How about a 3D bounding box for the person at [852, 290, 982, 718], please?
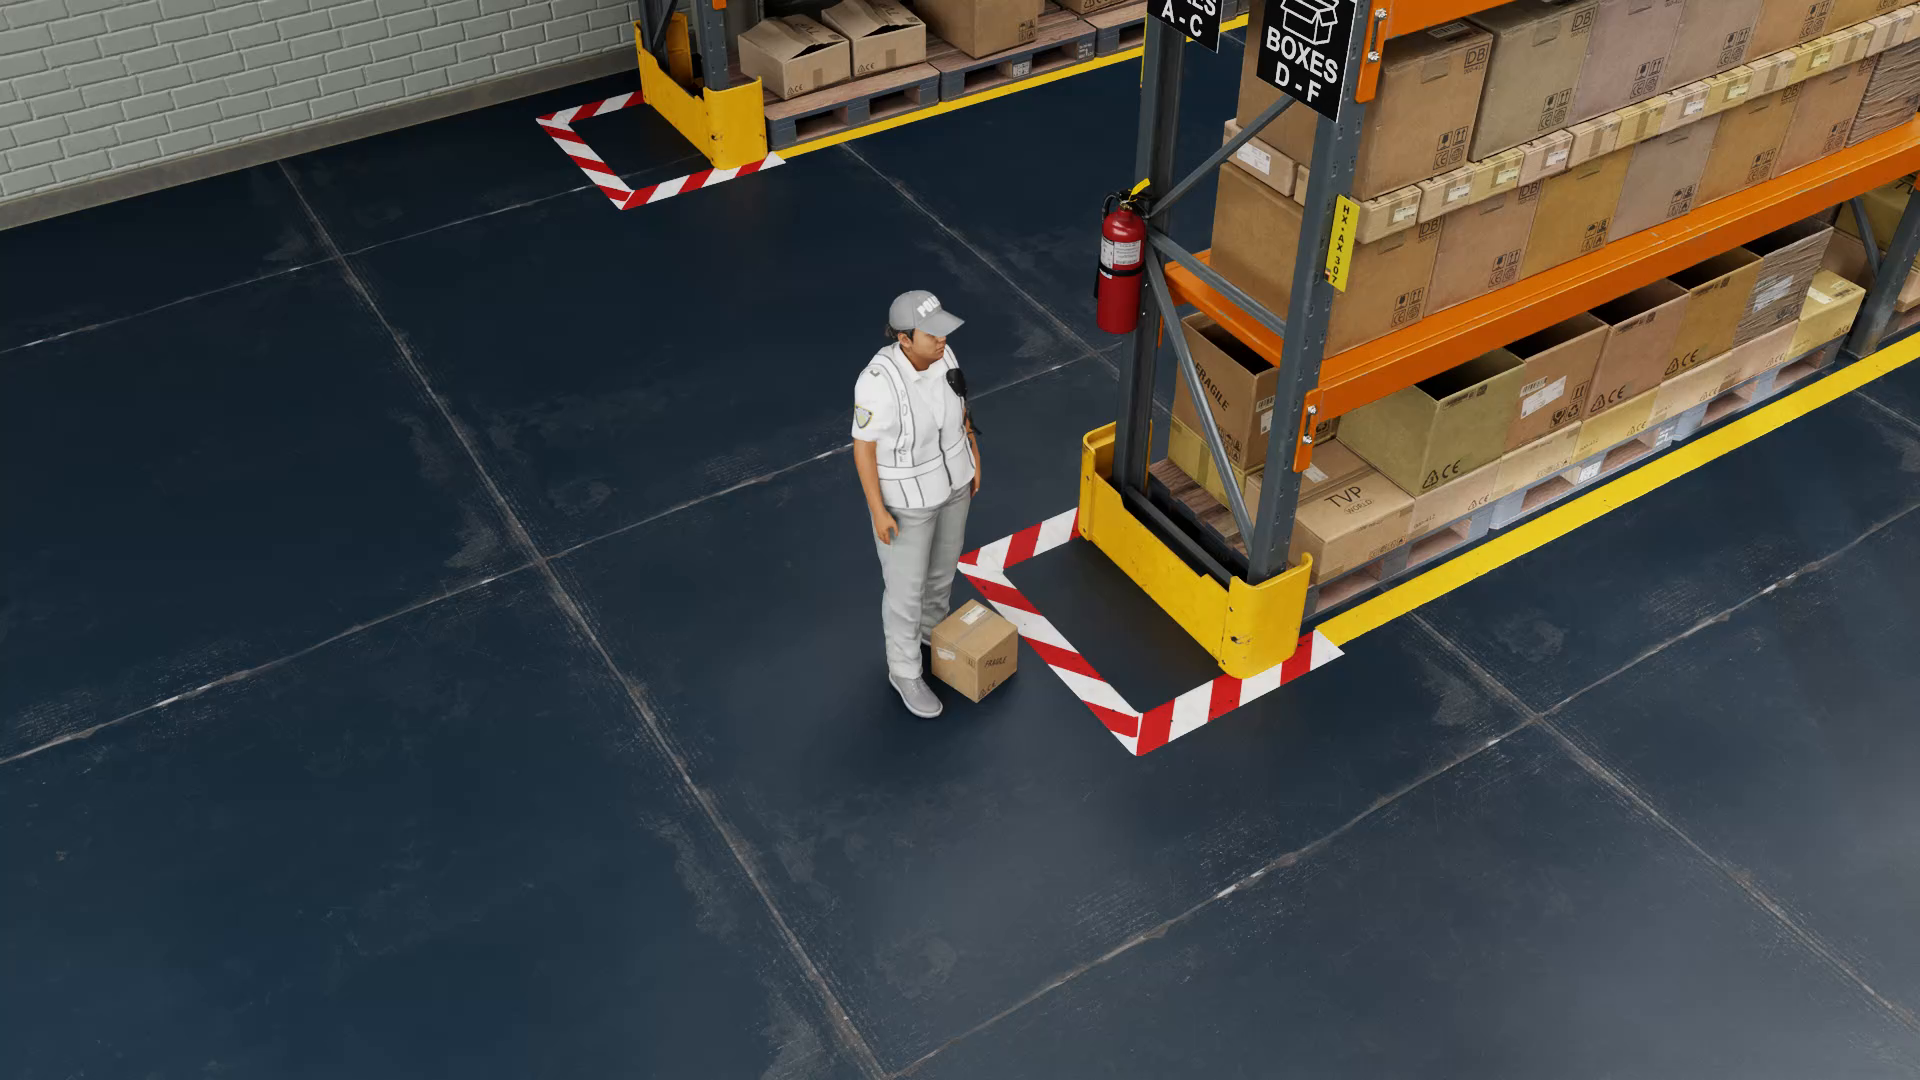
[{"bbox_3d":[-0.108,-0.159,6.321,0.529,1.669,0.598,32,50,32],"label":"person"}]
